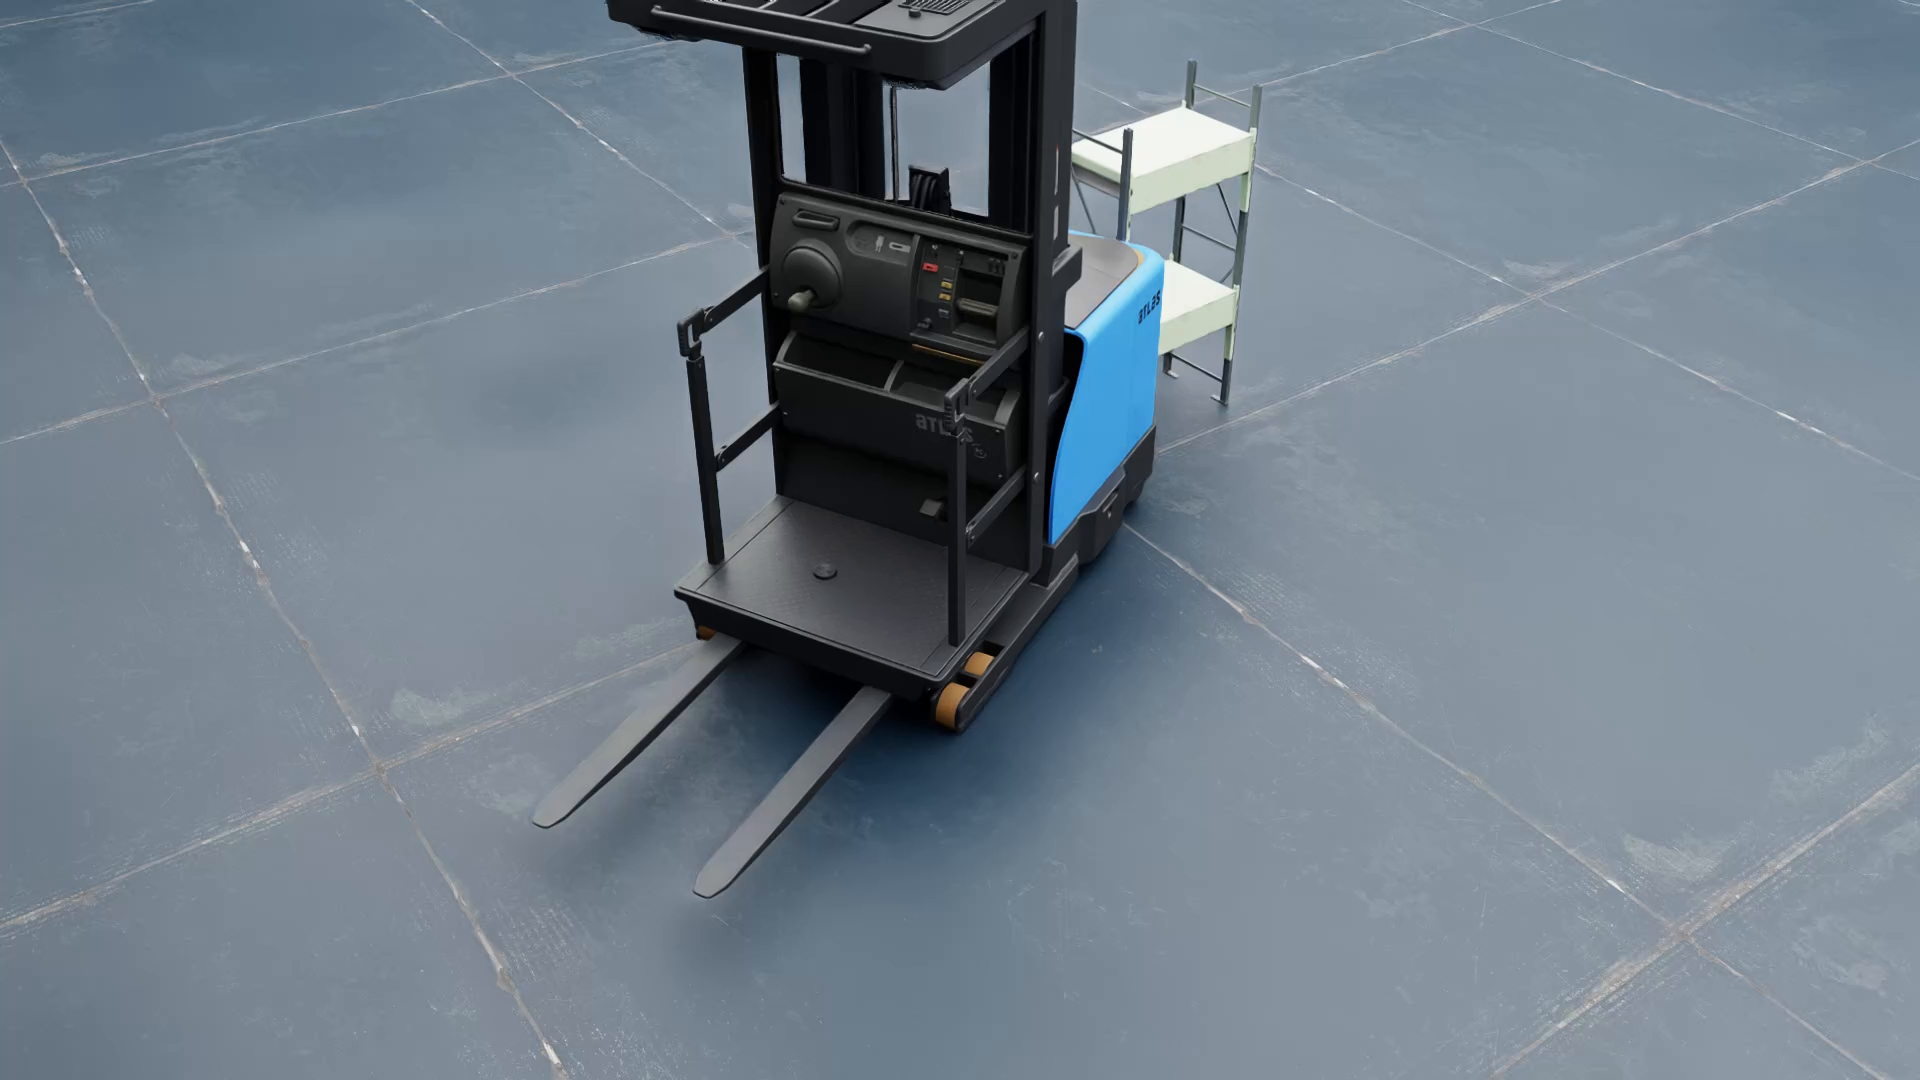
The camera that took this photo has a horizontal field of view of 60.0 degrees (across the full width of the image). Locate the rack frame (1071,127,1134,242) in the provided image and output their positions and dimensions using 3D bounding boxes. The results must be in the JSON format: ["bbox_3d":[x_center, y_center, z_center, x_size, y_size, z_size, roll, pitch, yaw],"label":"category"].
[{"bbox_3d":[0.530,-1.048,6.923,0.023,1.500,0.400,-26,43,-31],"label":"rack frame"}]

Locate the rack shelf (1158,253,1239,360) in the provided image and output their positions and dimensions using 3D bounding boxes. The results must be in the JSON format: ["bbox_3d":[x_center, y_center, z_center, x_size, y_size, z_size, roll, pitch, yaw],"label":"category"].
[{"bbox_3d":[0.812,-0.920,7.303,0.720,0.370,0.431,-26,43,-31],"label":"rack shelf"}]

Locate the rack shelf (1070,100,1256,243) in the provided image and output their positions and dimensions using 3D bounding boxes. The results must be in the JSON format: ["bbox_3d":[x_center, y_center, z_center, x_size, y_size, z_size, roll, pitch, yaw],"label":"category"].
[{"bbox_3d":[0.812,-1.501,6.884,0.720,0.370,0.431,-26,43,-31],"label":"rack shelf"}]

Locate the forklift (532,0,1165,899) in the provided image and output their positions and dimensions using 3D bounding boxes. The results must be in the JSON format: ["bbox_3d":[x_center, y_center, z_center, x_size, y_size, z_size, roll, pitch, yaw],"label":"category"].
[{"bbox_3d":[-0.323,-0.824,5.385,1.130,2.935,3.031,17,39,22],"label":"forklift"}]

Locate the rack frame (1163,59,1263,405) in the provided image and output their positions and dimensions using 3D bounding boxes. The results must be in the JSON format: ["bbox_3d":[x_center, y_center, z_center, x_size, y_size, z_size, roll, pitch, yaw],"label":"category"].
[{"bbox_3d":[1.093,-1.321,7.302,0.023,1.500,0.400,-26,43,-31],"label":"rack frame"}]

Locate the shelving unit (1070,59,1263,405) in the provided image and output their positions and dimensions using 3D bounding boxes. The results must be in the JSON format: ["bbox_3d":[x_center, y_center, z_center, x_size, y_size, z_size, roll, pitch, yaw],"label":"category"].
[{"bbox_3d":[0.812,-1.184,7.112,0.755,1.500,0.431,-26,43,-31],"label":"shelving unit"}]
